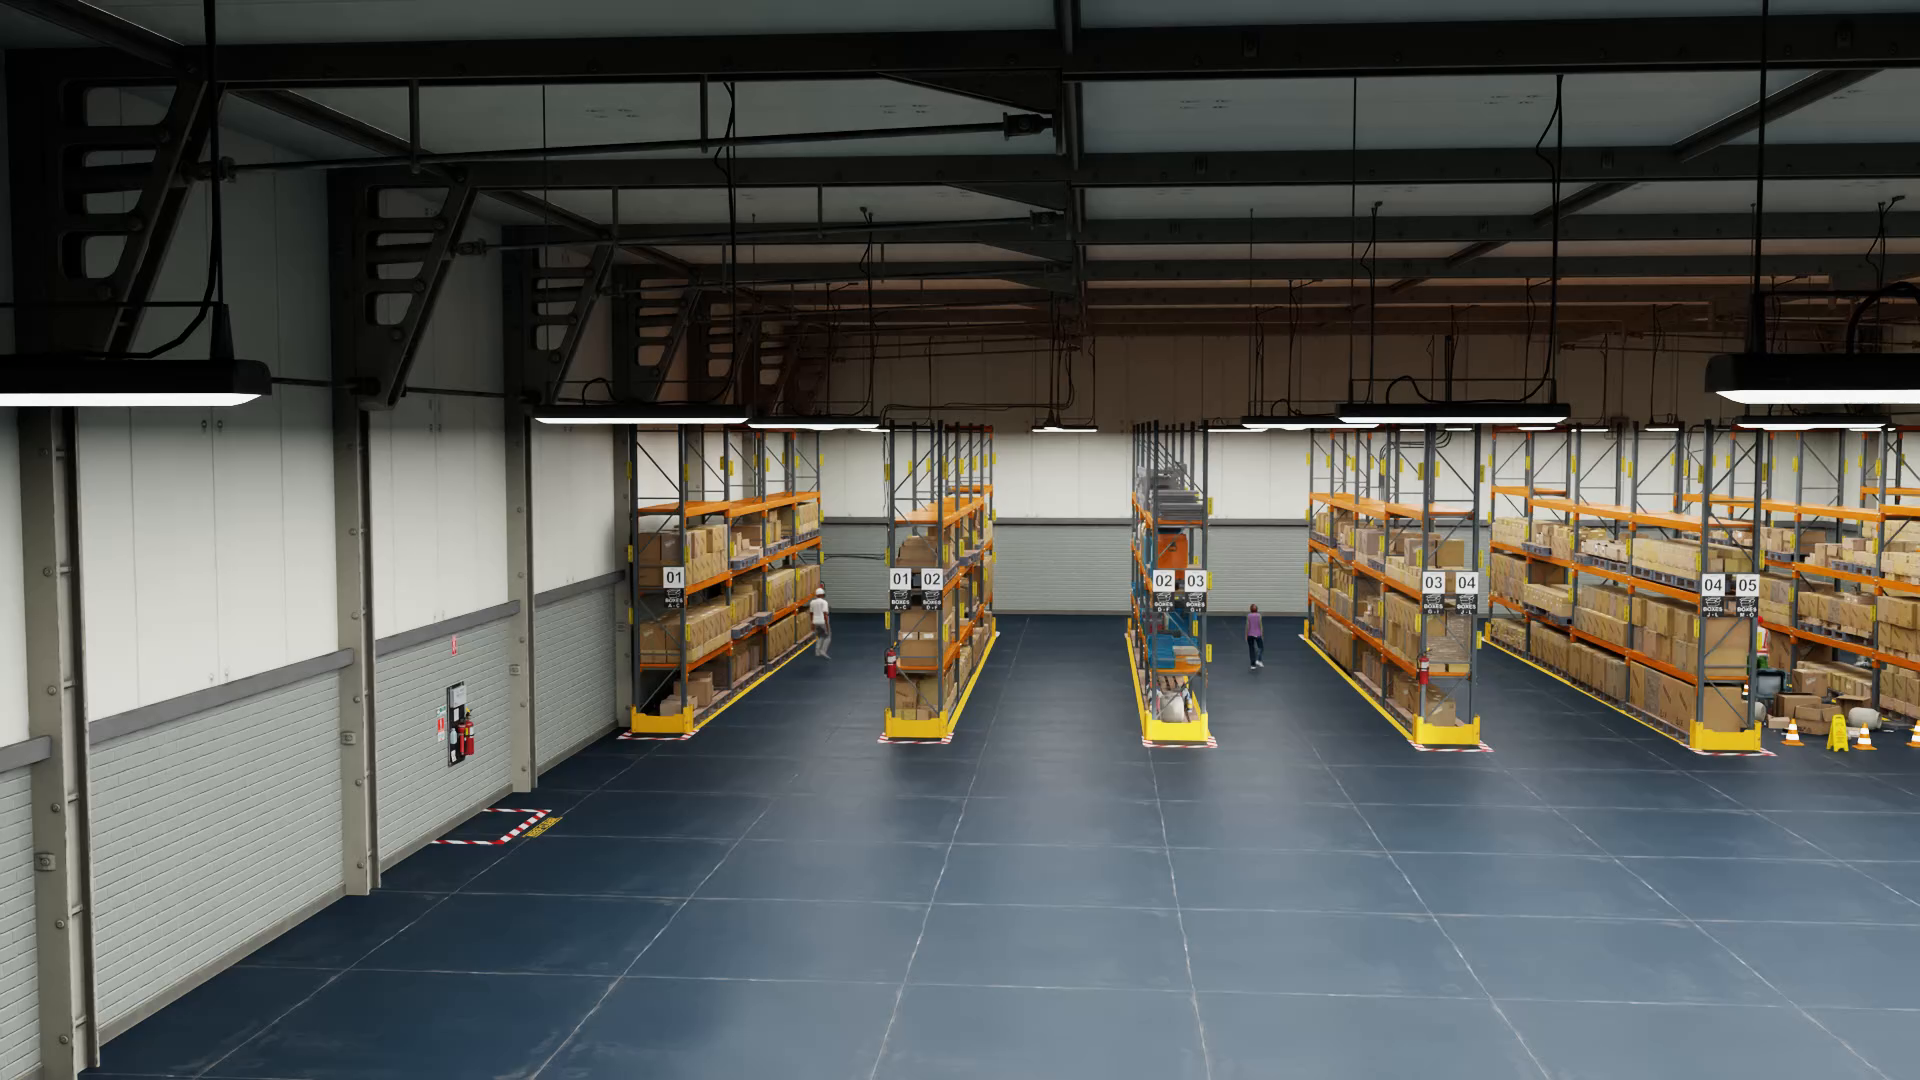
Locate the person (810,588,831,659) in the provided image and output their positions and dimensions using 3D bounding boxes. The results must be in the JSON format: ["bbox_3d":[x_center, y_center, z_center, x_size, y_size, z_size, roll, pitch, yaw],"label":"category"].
[{"bbox_3d":[-3.453,2.061,40.971,0.589,1.739,0.460,2,4,23],"label":"person"}]

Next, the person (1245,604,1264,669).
[{"bbox_3d":[7.195,2.359,40.624,0.463,1.596,0.471,1,4,11],"label":"person"}]

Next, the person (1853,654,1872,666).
[{"bbox_3d":[22.420,2.322,41.016,0.452,1.663,0.543,-1,4,-13],"label":"person"}]

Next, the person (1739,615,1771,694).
[{"bbox_3d":[17.441,2.527,36.459,0.560,1.777,0.762,0,4,7],"label":"person"}]
